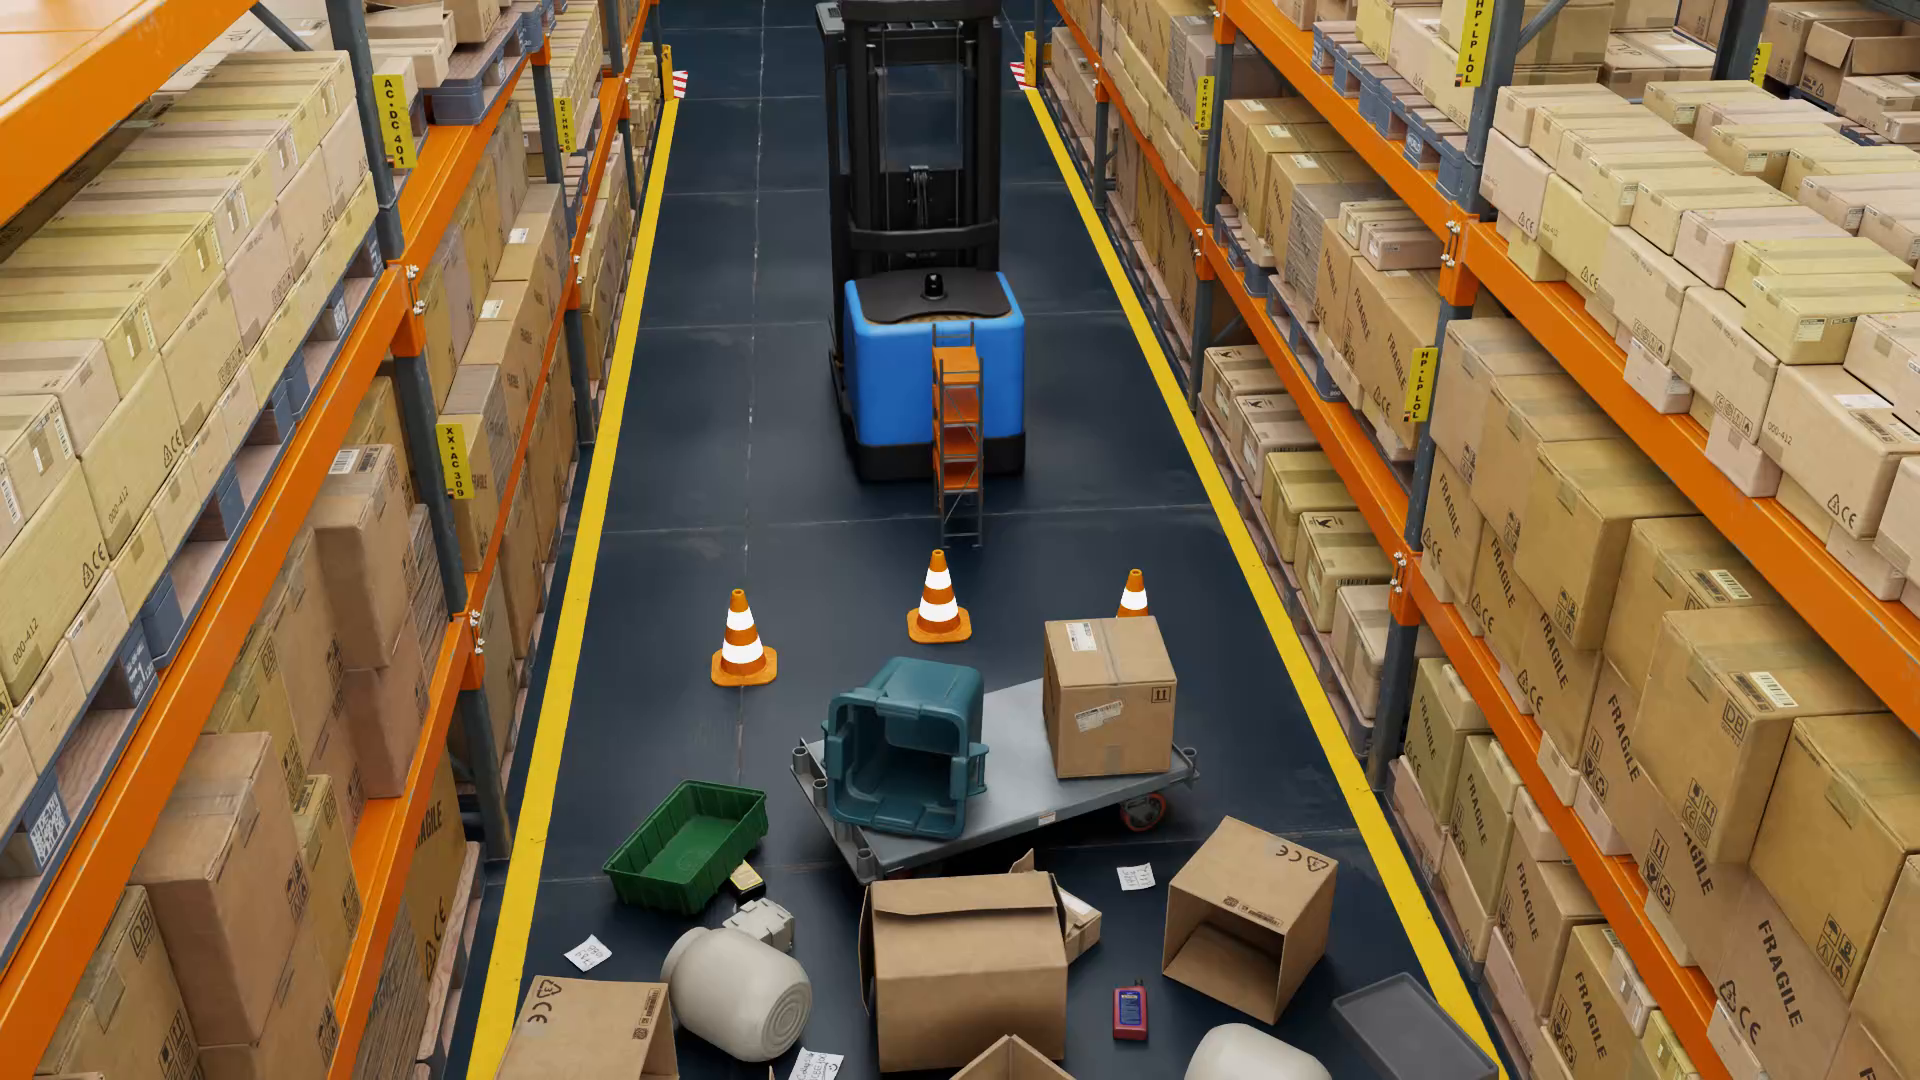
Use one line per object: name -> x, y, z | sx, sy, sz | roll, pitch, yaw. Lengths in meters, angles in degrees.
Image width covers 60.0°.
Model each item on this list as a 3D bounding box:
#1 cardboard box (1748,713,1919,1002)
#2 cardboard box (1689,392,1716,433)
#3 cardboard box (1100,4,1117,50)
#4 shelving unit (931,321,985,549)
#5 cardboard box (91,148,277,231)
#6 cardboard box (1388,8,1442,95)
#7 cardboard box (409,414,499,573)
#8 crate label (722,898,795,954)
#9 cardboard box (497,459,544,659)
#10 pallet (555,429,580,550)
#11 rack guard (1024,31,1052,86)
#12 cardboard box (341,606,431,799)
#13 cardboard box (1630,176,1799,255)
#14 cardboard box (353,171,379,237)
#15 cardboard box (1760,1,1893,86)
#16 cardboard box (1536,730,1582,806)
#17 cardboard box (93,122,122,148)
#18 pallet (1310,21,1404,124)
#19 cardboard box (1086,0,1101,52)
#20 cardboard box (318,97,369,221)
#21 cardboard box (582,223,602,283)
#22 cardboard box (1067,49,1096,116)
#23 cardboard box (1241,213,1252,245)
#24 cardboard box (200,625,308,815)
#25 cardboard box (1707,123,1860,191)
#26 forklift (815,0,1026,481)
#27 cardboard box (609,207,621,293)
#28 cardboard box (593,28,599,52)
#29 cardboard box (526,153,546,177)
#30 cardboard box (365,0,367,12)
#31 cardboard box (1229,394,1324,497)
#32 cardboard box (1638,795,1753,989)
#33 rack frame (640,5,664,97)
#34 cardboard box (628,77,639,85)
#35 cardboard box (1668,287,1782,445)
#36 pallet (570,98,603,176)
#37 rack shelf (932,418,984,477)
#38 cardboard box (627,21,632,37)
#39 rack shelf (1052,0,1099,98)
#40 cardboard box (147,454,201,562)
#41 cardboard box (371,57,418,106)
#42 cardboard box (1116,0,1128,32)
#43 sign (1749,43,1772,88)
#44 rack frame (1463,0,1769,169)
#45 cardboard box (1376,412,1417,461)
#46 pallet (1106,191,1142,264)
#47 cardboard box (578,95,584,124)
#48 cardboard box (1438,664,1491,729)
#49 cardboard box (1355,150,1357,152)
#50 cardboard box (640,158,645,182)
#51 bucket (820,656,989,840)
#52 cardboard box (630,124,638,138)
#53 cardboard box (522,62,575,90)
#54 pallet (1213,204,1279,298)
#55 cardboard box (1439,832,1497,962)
cardboard box -> 2.489, 0.775, 4.165 | 0.700, 0.500, 0.500 | -2, 31, -4
cardboard box -> 2.348, -0.379, 4.779 | 0.380, 0.149, 0.250 | -3, 31, -4
cardboard box -> 1.433, -4.155, 13.440 | 0.500, 0.250, 0.500 | -4, 31, -6
shelving unit -> -0.015, -0.600, 9.584 | 0.258, 1.200, 0.503 | -3, 31, -5
cardboard box -> -2.052, -0.927, 4.411 | 0.380, 0.149, 0.250 | -3, 31, -4
cardboard box -> 2.179, -2.112, 7.172 | 0.500, 0.250, 0.500 | -2, 31, -4
cardboard box -> -2.280, -0.194, 7.052 | 0.500, 0.500, 0.500 | -2, 31, -4
crate label -> -0.841, 1.624, 6.898 | 0.250, 0.136, 0.298 | 27, 40, 37
cardboard box -> -2.733, 0.110, 8.424 | 1.050, 0.750, 0.750 | -3, 31, -5
pallet -> -2.874, -0.309, 10.061 | 1.003, 0.211, 1.213 | -3, 31, -5
rack guard -> 1.297, -5.224, 18.009 | 1.175, 0.500, 0.348 | -3, 31, -5
cardboard box -> -2.379, 0.533, 5.786 | 0.875, 0.550, 0.550 | -3, 31, -5
cardboard box -> 2.265, -0.978, 5.005 | 0.380, 0.149, 0.250 | -4, 31, -6
cardboard box -> -2.146, -1.102, 5.483 | 0.380, 0.149, 0.250 | -3, 31, -5
cardboard box -> 6.558, -3.783, 12.651 | 0.700, 0.500, 0.500 | -3, 31, -5
cardboard box -> 2.240, 0.779, 5.766 | 0.380, 0.149, 0.250 | -3, 31, -4
cardboard box -> -2.778, -1.283, 5.008 | 0.380, 0.149, 0.250 | -3, 31, -5
pallet -> 2.368, -2.215, 7.792 | 1.213, 0.211, 1.003 | -3, 31, -5
cardboard box -> 1.375, -4.510, 14.279 | 0.500, 0.500, 0.500 | -2, 31, -4
cardboard box -> -2.197, -1.205, 5.266 | 0.500, 0.250, 0.500 | -3, 31, -5
cardboard box -> -2.743, -1.964, 11.409 | 0.500, 0.250, 0.500 | -3, 31, -5
cardboard box -> 1.554, -4.566, 16.559 | 0.875, 0.438, 0.875 | -2, 31, -3
cardboard box -> 1.864, -1.810, 9.691 | 0.380, 0.149, 0.250 | -5, 31, -8
cardboard box -> -2.361, 0.620, 4.588 | 0.875, 0.550, 0.500 | -3, 31, -5
cardboard box -> 2.703, -1.263, 5.482 | 0.380, 0.149, 0.250 | -2, 31, -3
forklift -> -0.324, -2.359, 10.841 | 1.130, 2.935, 3.031 | -4, 31, -7
cardboard box -> -2.835, -2.172, 12.488 | 0.500, 0.500, 0.500 | -3, 31, -6
cardboard box -> -2.987, -3.826, 12.776 | 0.380, 0.149, 0.250 | -3, 31, -4
cardboard box -> -2.718, -2.368, 10.335 | 0.380, 0.149, 0.250 | -1, 31, -2
cardboard box -> -2.929, -2.487, 7.643 | 0.500, 0.311, 0.500 | -3, 31, -5
cardboard box -> 2.166, -0.588, 9.962 | 0.950, 0.372, 0.625 | -3, 31, -6
cardboard box -> 2.383, 0.938, 4.867 | 0.500, 0.500, 0.500 | -3, 31, -5
rack frame -> -3.620, -5.996, 16.864 | 1.000, 3.000, 0.127 | -3, 31, -5
cardboard box -> -3.245, -4.283, 15.786 | 0.380, 0.149, 0.250 | -4, 31, -6
cardboard box -> 2.329, -0.495, 4.585 | 0.500, 0.250, 0.500 | -2, 31, -4
pallet -> -3.098, -2.838, 11.764 | 1.003, 0.211, 1.213 | -3, 31, -5
rack shelf -> -0.015, -0.542, 9.618 | 0.258, 0.148, 0.480 | -3, 31, -5
cardboard box -> -3.100, -4.540, 14.670 | 0.380, 0.149, 0.250 | -2, 31, -4
rack shelf -> 1.486, -4.955, 15.822 | 1.077, 0.370, 4.000 | -3, 31, -5
cardboard box -> -1.956, -0.065, 3.747 | 0.380, 0.149, 0.250 | -3, 31, -5
cardboard box -> -2.349, -1.814, 6.675 | 0.250, 0.149, 0.380 | -3, 31, -5
cardboard box -> 1.503, -4.218, 12.814 | 0.500, 0.500, 0.500 | -3, 31, -5
sign -> 2.960, -1.698, 6.239 | 0.100, 0.325, 0.005 | -3, 31, -5
rack frame -> 2.420, -2.734, 5.552 | 1.000, 3.000, 0.127 | -3, 31, -5
cardboard box -> 2.097, -0.480, 7.465 | 0.380, 0.149, 0.250 | -2, 31, -4
pallet -> 1.820, -2.655, 13.990 | 1.003, 0.211, 1.213 | -3, 31, -5
cardboard box -> -2.862, -3.032, 11.737 | 0.380, 0.149, 0.250 | -4, 31, -6
cardboard box -> 2.158, 0.622, 6.691 | 0.380, 0.149, 0.250 | -2, 31, -4
cardboard box -> 2.425, -2.069, 9.492 | 0.500, 0.500, 0.500 | -3, 31, -5
cardboard box -> -2.985, -3.248, 14.633 | 0.380, 0.149, 0.250 | -2, 31, -3
bucket -> -0.191, 0.842, 7.125 | 0.726, 0.611, 0.620 | 8, 22, 13
cardboard box -> -3.158, -3.766, 15.210 | 0.380, 0.149, 0.250 | -1, 31, -2
cardboard box -> -2.847, -3.156, 11.364 | 0.380, 0.149, 0.250 | -2, 31, -3
pallet -> 2.219, -1.760, 9.958 | 1.213, 0.211, 1.003 | -3, 31, -5
cardboard box -> 2.267, 1.428, 6.706 | 0.500, 0.250, 0.500 | -1, 31, -2
